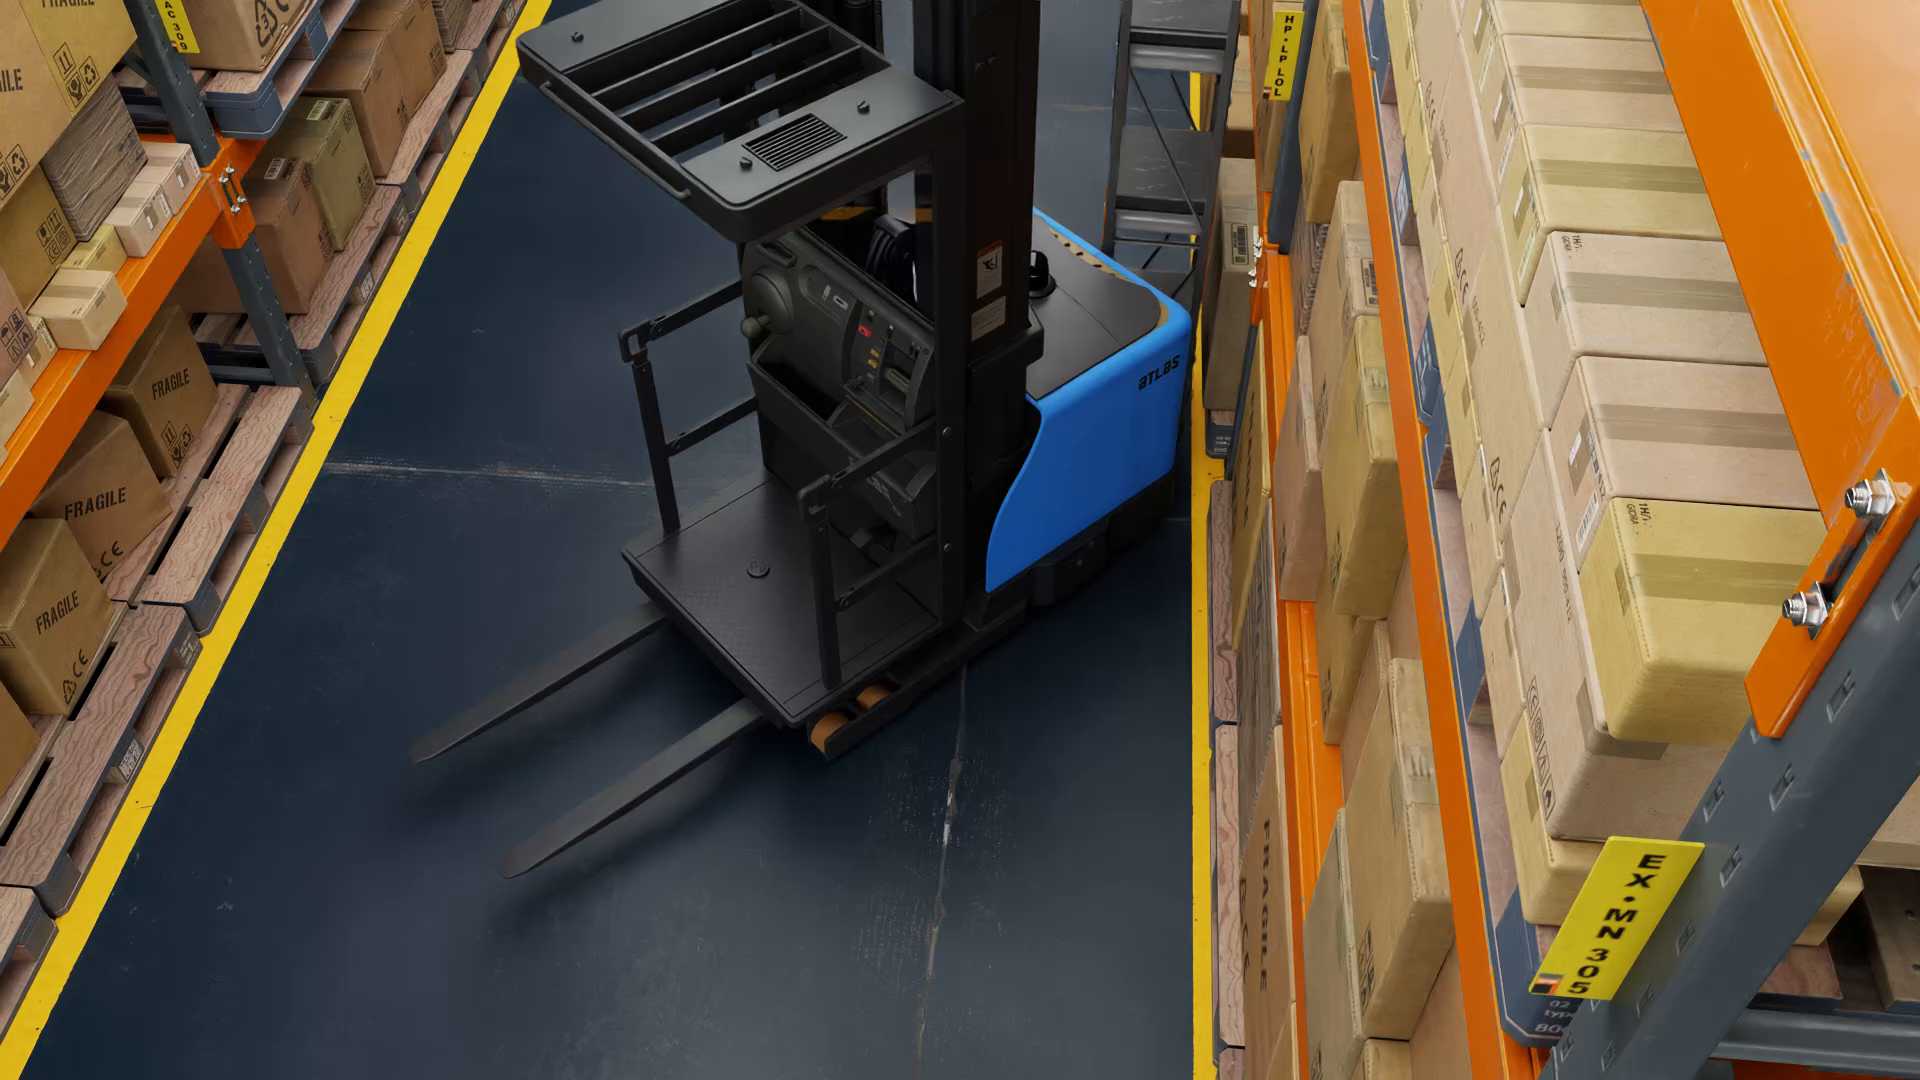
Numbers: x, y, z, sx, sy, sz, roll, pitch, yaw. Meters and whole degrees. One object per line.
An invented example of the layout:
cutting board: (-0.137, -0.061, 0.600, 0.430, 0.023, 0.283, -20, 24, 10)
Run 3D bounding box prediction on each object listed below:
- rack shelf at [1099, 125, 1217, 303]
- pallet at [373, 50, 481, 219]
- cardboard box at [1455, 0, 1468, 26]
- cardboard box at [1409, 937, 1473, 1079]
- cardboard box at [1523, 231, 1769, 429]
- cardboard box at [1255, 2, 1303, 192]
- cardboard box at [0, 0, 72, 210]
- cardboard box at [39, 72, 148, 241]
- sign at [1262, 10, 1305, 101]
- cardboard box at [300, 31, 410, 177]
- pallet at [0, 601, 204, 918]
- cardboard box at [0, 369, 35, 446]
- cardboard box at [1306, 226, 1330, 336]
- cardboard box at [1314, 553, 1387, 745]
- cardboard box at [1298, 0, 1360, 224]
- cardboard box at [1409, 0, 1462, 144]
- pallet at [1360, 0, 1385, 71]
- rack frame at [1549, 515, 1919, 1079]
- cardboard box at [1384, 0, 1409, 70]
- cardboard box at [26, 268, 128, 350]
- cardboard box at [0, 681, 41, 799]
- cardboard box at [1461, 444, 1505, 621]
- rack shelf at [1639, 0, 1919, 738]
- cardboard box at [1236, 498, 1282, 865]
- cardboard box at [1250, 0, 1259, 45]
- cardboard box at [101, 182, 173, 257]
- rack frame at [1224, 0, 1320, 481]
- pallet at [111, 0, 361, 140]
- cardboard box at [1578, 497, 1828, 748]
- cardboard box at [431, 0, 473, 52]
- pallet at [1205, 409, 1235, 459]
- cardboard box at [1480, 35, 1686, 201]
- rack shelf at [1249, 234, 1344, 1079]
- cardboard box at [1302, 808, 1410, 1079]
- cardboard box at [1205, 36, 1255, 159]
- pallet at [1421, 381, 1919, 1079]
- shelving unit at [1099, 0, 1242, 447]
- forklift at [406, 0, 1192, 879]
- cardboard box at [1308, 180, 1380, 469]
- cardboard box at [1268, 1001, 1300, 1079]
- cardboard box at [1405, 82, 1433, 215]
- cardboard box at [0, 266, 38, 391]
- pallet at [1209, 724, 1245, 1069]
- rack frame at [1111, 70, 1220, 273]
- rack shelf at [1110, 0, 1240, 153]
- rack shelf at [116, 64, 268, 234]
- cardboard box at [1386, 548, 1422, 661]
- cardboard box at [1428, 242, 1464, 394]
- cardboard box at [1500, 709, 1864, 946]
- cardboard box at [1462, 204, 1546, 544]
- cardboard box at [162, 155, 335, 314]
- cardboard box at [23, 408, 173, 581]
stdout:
rack shelf: (0.784, -1.306, 6.564, 0.431, 0.518, 0.480, 6, 48, 5)
pallet: (-3.146, -2.134, 8.584, 1.003, 0.211, 1.213, 4, 48, 4)
cardboard box: (1.073, -1.020, 2.921, 0.380, 0.149, 0.250, 4, 48, 4)
cardboard box: (1.314, 1.058, 2.942, 0.875, 0.550, 0.550, 4, 48, 4)
cardboard box: (0.982, -0.271, 2.236, 0.380, 0.149, 0.250, 5, 48, 4)
cardboard box: (1.387, -1.631, 6.167, 0.500, 0.500, 0.500, 4, 48, 3)
cardboard box: (-3.135, -1.359, 5.039, 0.500, 0.500, 0.500, 4, 48, 4)
cardboard box: (-3.427, -1.411, 5.765, 0.875, 0.500, 0.500, 4, 48, 4)
sign: (1.065, -1.589, 5.466, 0.100, 0.325, 0.005, 4, 48, 4)
cardboard box: (-3.134, -2.119, 8.077, 0.700, 0.500, 0.500, 0, 48, 0)
pallet: (-3.459, 0.732, 5.963, 1.003, 0.211, 1.213, 4, 48, 4)
cardboard box: (-3.214, -0.426, 5.303, 0.380, 0.149, 0.250, 4, 48, 4)
cardboard box: (1.557, -0.569, 5.162, 0.875, 0.550, 0.550, 4, 48, 4)
cardboard box: (1.442, 0.216, 4.444, 0.875, 0.550, 0.500, 4, 48, 4)
cardboard box: (1.538, -1.342, 5.137, 0.875, 0.550, 0.550, 4, 48, 4)
cardboard box: (1.147, -0.979, 3.154, 0.500, 0.250, 0.500, 4, 48, 4)
pallet: (1.521, -1.578, 4.214, 1.003, 0.211, 1.213, 4, 48, 4)
rack frame: (1.242, -0.281, 0.935, 1.000, 3.000, 0.127, 4, 48, 4)
cardboard box: (1.120, -1.118, 3.551, 0.380, 0.149, 0.250, 4, 48, 4)
cardboard box: (-3.077, -0.787, 5.633, 0.380, 0.149, 0.250, 4, 48, 4)
cardboard box: (-3.519, 0.679, 5.531, 0.500, 0.500, 0.500, 8, 48, 7)
cardboard box: (0.981, -0.001, 2.529, 0.380, 0.149, 0.250, 5, 48, 4)
rack shelf: (1.424, -1.373, 2.692, 1.077, 0.370, 4.000, 4, 48, 4)
cardboard box: (1.401, 0.500, 5.442, 0.875, 0.875, 0.875, 4, 48, 4)
cardboard box: (1.480, -2.374, 6.846, 0.500, 0.500, 0.500, 4, 48, 4)
cardboard box: (-3.083, -1.158, 5.973, 0.380, 0.149, 0.250, 4, 48, 4)
rack frame: (1.606, -1.196, 5.837, 1.000, 3.000, 0.127, 4, 48, 4)
pallet: (-3.109, -2.091, 6.785, 1.003, 0.211, 1.213, 4, 48, 4)
cardboard box: (0.934, 0.101, 1.896, 0.380, 0.149, 0.250, 4, 48, 4)
cardboard box: (-3.038, -2.946, 8.833, 0.700, 0.500, 0.500, 0, 48, 0)
pallet: (1.601, -0.827, 7.389, 1.003, 0.211, 1.213, 4, 48, 4)
cardboard box: (1.028, -0.645, 2.577, 0.380, 0.149, 0.250, 4, 48, 4)
rack shelf: (1.424, 0.517, 4.758, 1.077, 0.370, 4.000, 4, 48, 4)
cardboard box: (1.259, 1.011, 3.716, 0.875, 0.550, 0.550, 4, 48, 4)
cardboard box: (1.665, -1.749, 7.583, 1.050, 0.750, 0.750, 4, 48, 4)
pallet: (1.299, 0.215, 2.574, 1.003, 0.211, 1.213, 4, 48, 4)
shelving unit: (0.784, -1.315, 6.554, 0.431, 2.100, 0.503, 6, 48, 5)
forklift: (-0.573, -0.646, 5.380, 3.031, 2.935, 1.130, -33, 55, -26)
cardboard box: (1.418, -0.543, 4.406, 0.875, 0.550, 0.550, 4, 48, 4)
cardboard box: (1.238, 1.816, 4.237, 0.875, 0.875, 0.875, 4, 48, 4)
cardboard box: (1.074, -0.747, 3.212, 0.380, 0.149, 0.250, 4, 48, 4)
cardboard box: (-3.452, -0.672, 5.089, 0.875, 0.500, 0.500, 4, 48, 4)
pallet: (1.350, 1.198, 5.537, 1.003, 0.211, 1.213, 4, 48, 4)
rack frame: (0.817, -1.493, 6.718, 0.400, 2.100, 0.015, 6, 48, 5)
rack shelf: (0.785, -1.781, 6.050, 0.431, 0.518, 0.480, 6, 48, 5)
rack shelf: (-3.142, -2.831, 7.820, 1.077, 0.370, 4.000, 4, 48, 4)
cardboard box: (1.459, 0.246, 3.685, 0.875, 0.550, 0.550, 4, 48, 4)
cardboard box: (1.027, -0.375, 2.871, 0.380, 0.149, 0.250, 3, 48, 3)
cardboard box: (0.934, 0.373, 2.187, 0.380, 0.149, 0.250, 4, 48, 3)
cardboard box: (1.054, -0.240, 2.478, 0.500, 0.250, 0.500, 4, 48, 4)
cardboard box: (-3.247, -1.358, 7.381, 0.700, 0.500, 0.500, 1, 48, 1)
cardboard box: (-3.445, -0.189, 6.326, 0.500, 0.500, 0.500, 18, 50, 16)
